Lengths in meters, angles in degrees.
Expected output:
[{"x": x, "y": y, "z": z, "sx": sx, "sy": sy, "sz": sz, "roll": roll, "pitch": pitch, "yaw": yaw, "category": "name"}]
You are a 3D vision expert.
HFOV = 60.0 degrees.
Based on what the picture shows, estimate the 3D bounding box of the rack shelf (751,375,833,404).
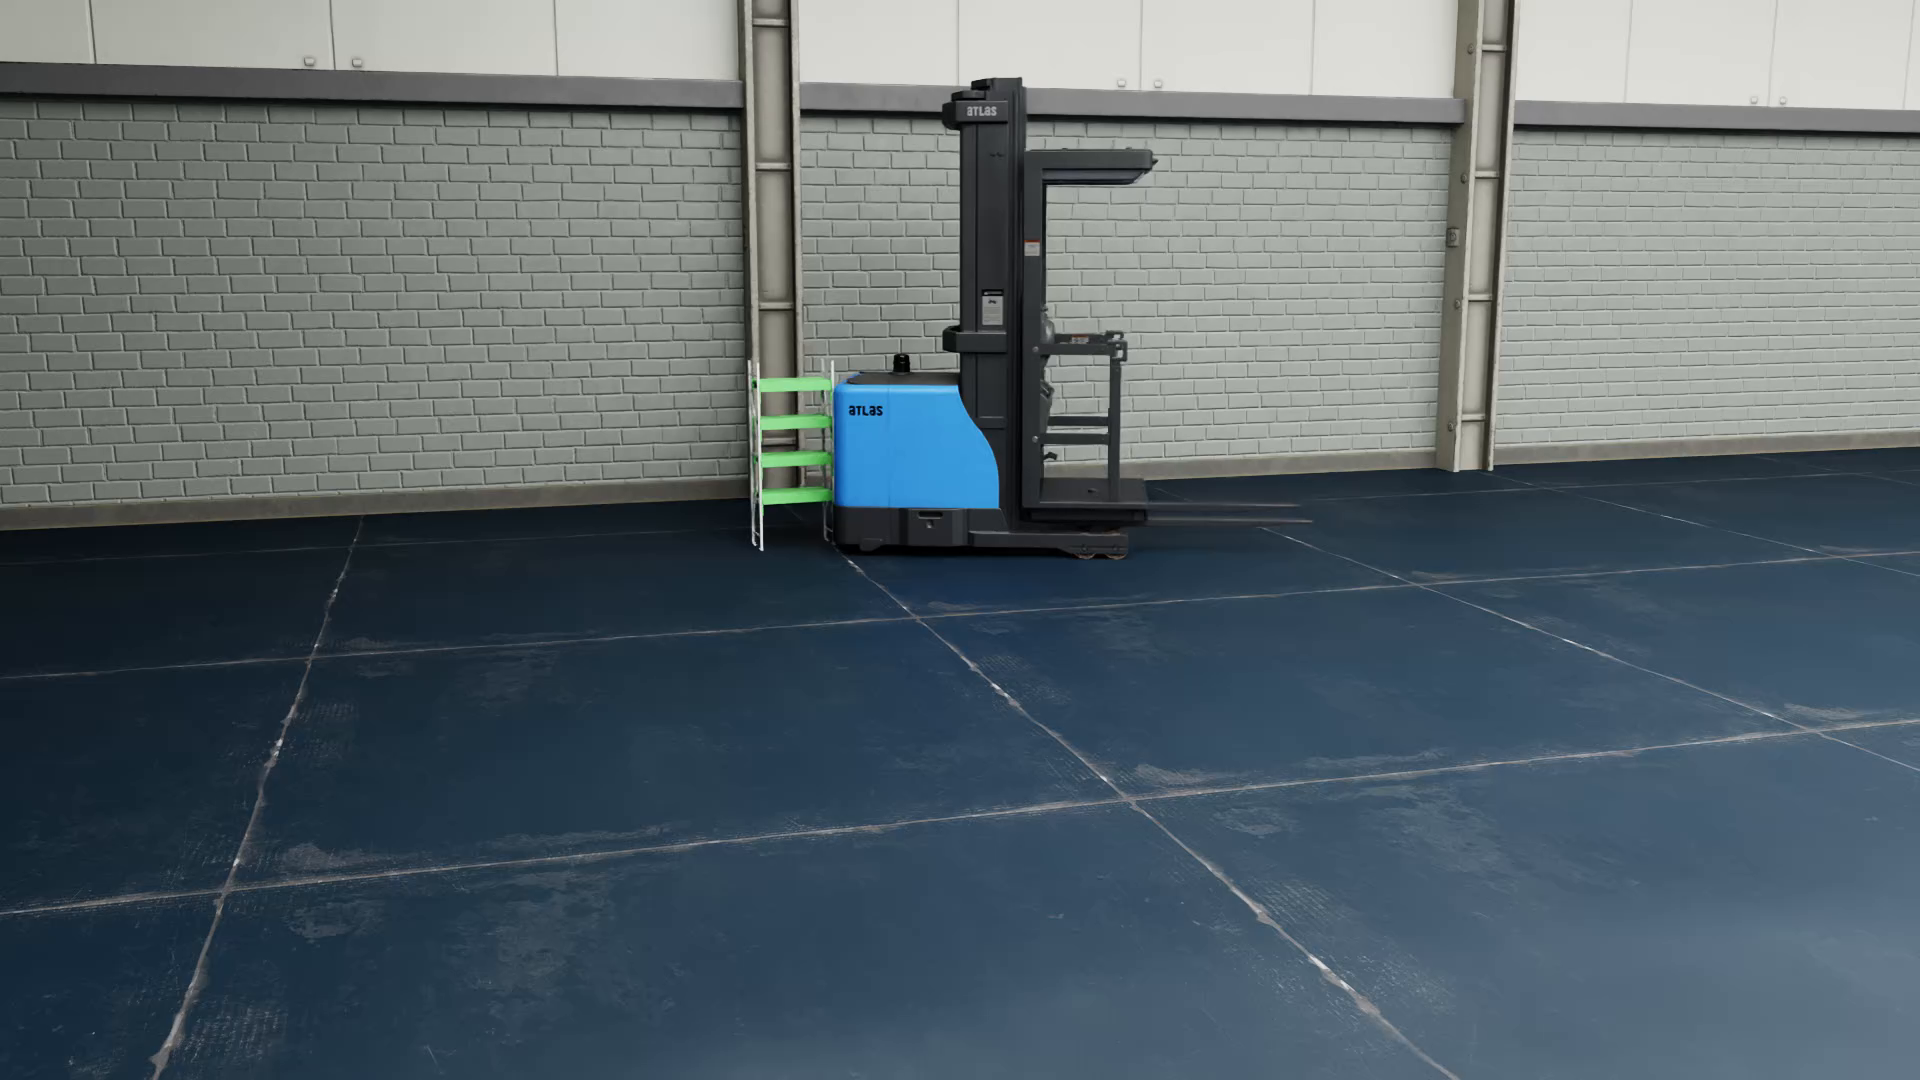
[{"x": -1.087, "y": -0.969, "z": 10.696, "sx": 0.480, "sy": 0.148, "sz": 0.258, "roll": -4, "pitch": 11, "yaw": -20, "category": "rack shelf"}]

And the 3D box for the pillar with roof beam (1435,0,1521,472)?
[{"x": 5.565, "y": -4.295, "z": 9.524, "sx": 0.400, "sy": 9.000, "sz": 9.100, "roll": -3, "pitch": 11, "yaw": -16, "category": "pillar with roof beam"}]

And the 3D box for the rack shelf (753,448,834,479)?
[{"x": -1.087, "y": -0.497, "z": 10.783, "sx": 0.480, "sy": 0.148, "sz": 0.258, "roll": -4, "pitch": 11, "yaw": -20, "category": "rack shelf"}]

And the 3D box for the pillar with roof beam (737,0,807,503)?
[{"x": -0.196, "y": -3.992, "z": 7.875, "sx": 0.400, "sy": 9.000, "sz": 9.100, "roll": -3, "pitch": 11, "yaw": -16, "category": "pillar with roof beam"}]

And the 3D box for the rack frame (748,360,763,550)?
[{"x": -1.315, "y": -0.544, "z": 10.686, "sx": 0.015, "sy": 1.200, "sz": 0.240, "roll": -4, "pitch": 11, "yaw": -20, "category": "rack frame"}]

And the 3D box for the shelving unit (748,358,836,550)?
[{"x": -1.087, "y": -0.559, "z": 10.771, "sx": 0.503, "sy": 1.200, "sz": 0.258, "roll": -4, "pitch": 11, "yaw": -20, "category": "shelving unit"}]

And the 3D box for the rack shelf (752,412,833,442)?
[{"x": -1.087, "y": -0.733, "z": 10.739, "sx": 0.480, "sy": 0.148, "sz": 0.258, "roll": -4, "pitch": 11, "yaw": -20, "category": "rack shelf"}]

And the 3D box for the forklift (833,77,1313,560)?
[{"x": 0.735, "y": -1.418, "z": 10.655, "sx": 3.031, "sy": 2.935, "sz": 1.130, "roll": 1, "pitch": 10, "yaw": 4, "category": "forklift"}]

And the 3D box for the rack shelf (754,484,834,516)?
[{"x": -1.087, "y": -0.261, "z": 10.826, "sx": 0.480, "sy": 0.148, "sz": 0.258, "roll": -4, "pitch": 11, "yaw": -20, "category": "rack shelf"}]

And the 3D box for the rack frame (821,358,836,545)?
[{"x": -0.859, "y": -0.575, "z": 10.857, "sx": 0.015, "sy": 1.200, "sz": 0.240, "roll": -4, "pitch": 11, "yaw": -20, "category": "rack frame"}]
